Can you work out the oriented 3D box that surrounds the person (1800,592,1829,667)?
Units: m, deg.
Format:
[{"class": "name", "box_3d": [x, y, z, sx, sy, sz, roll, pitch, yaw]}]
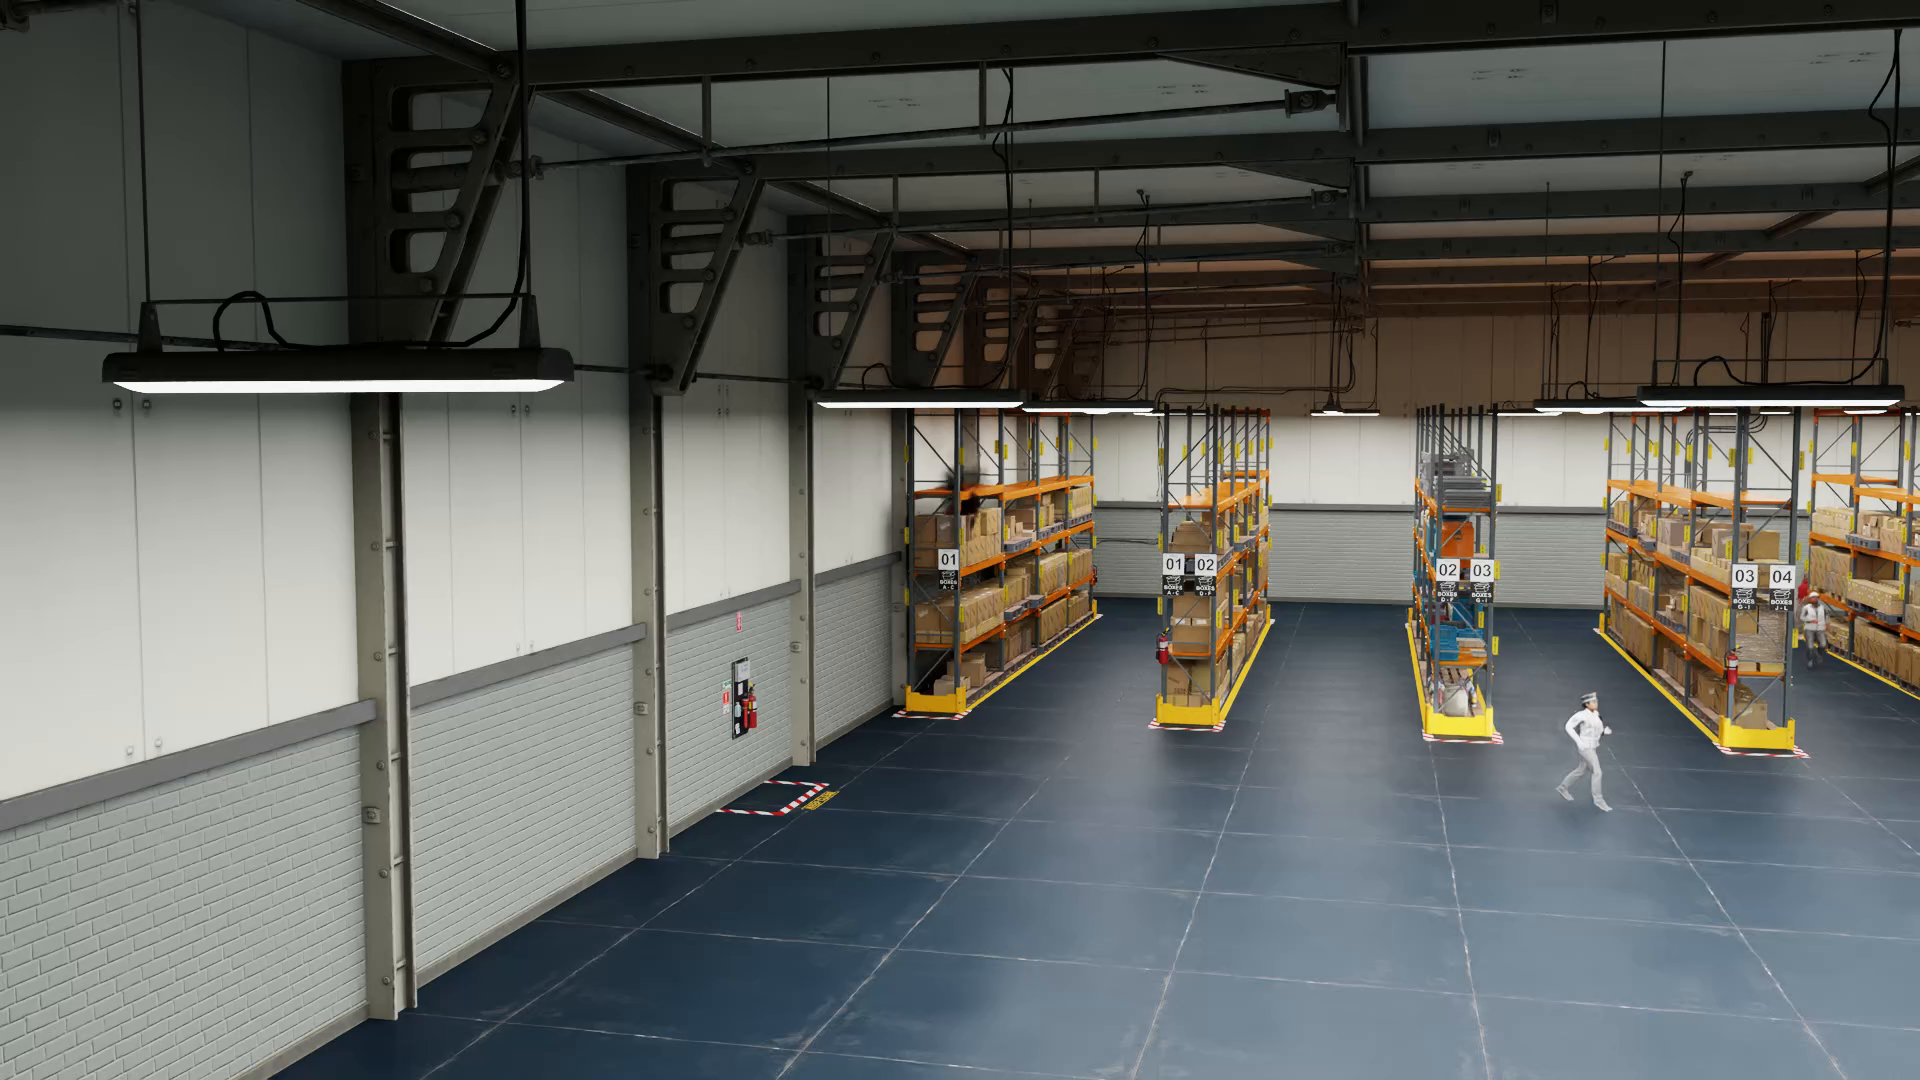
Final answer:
[{"class": "person", "box_3d": [19.702, 2.065, 38.277, 0.664, 1.735, 0.607, 1, 4, 12]}]

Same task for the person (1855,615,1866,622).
[{"class": "person", "box_3d": [23.657, 1.711, 43.969, 0.613, 1.623, 0.506, -2, 5, -26]}]

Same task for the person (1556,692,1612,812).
[{"class": "person", "box_3d": [9.256, 3.092, 24.552, 0.834, 1.728, 0.592, 4, 6, 41]}]

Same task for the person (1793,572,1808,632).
[{"class": "person", "box_3d": [22.591, 1.681, 44.379, 0.648, 1.695, 0.706, 0, 4, -6]}]
